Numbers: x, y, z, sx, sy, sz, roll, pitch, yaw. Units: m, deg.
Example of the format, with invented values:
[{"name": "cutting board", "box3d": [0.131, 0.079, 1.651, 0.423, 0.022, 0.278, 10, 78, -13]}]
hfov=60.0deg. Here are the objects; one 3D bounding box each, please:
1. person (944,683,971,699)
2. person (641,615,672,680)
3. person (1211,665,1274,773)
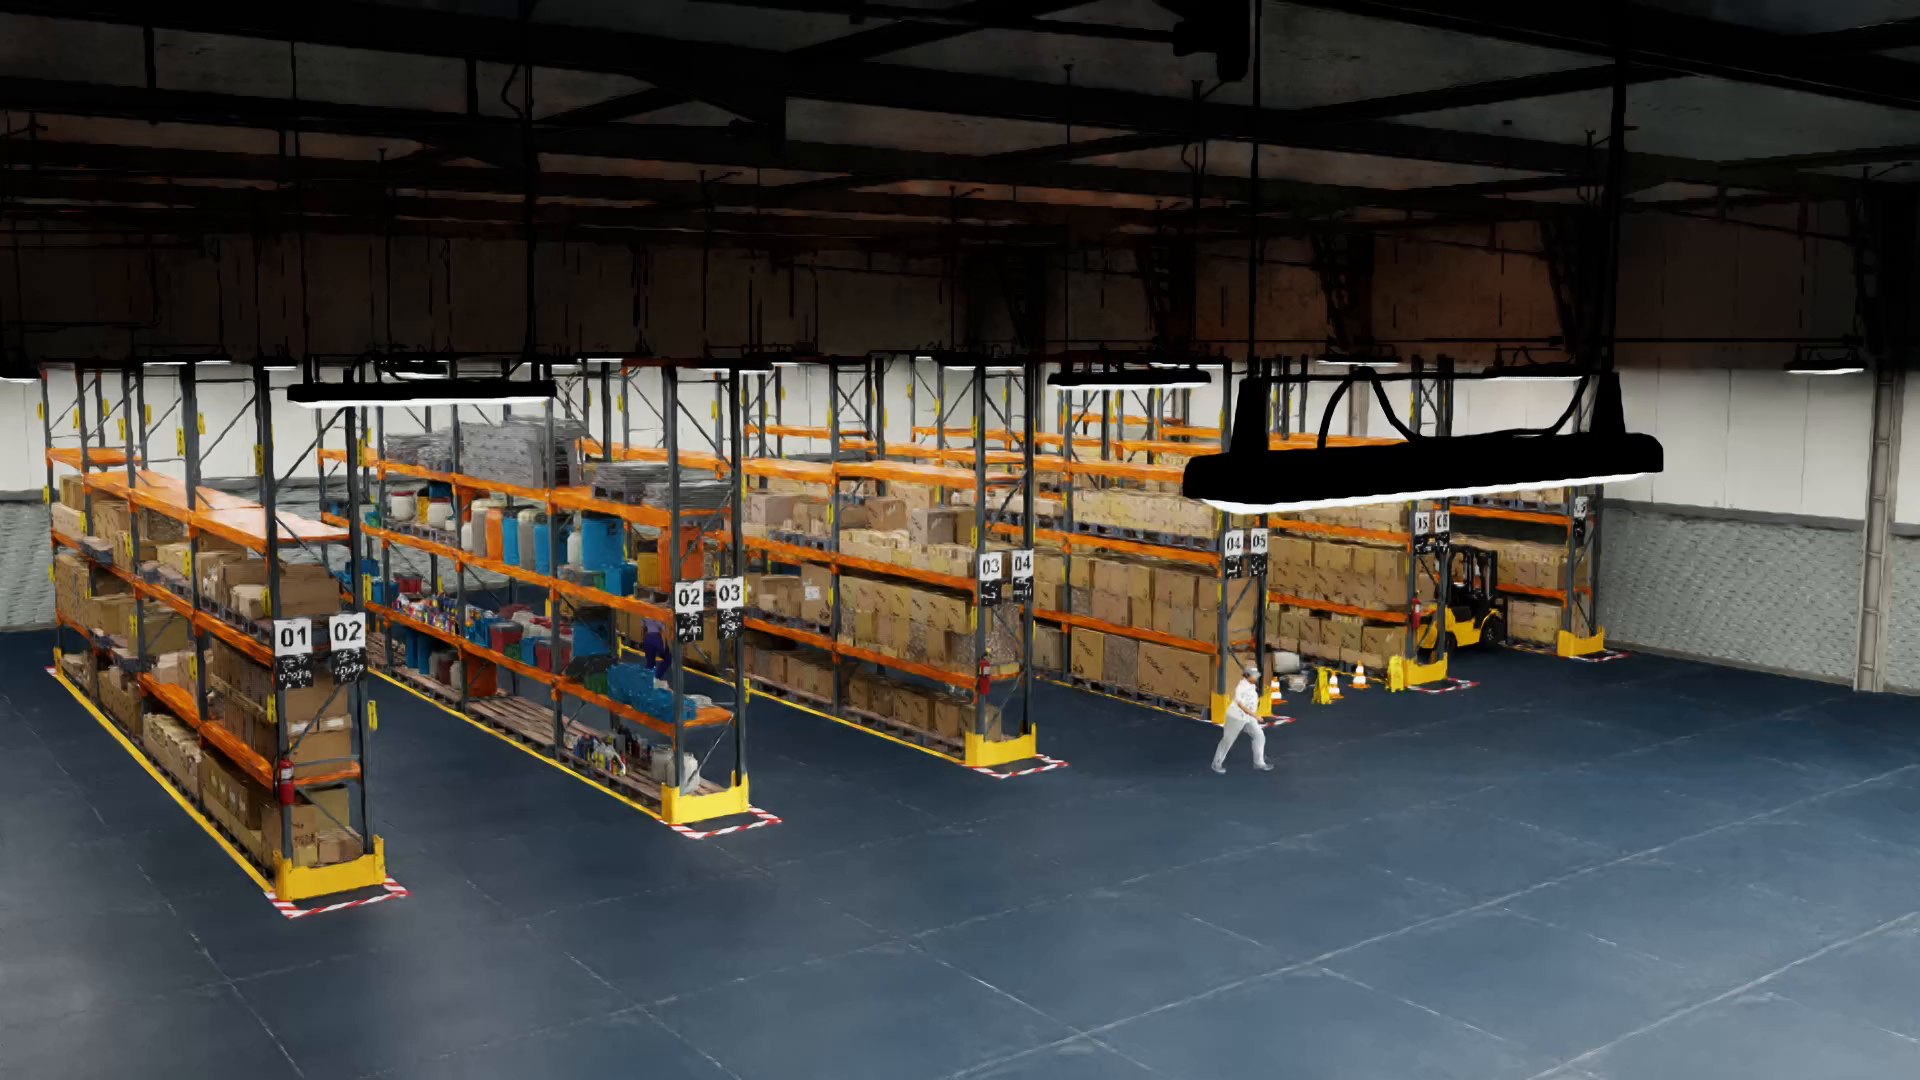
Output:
[{"name": "person", "box3d": [0.038, 1.984, 29.149, 0.702, 1.735, 0.549, -5, 9, -37]}, {"name": "person", "box3d": [-5.561, 1.885, 30.293, 0.539, 1.645, 0.437, 3, 7, 24]}, {"name": "person", "box3d": [4.141, 2.609, 24.416, 0.794, 1.601, 0.665, 5, 8, 35]}]
